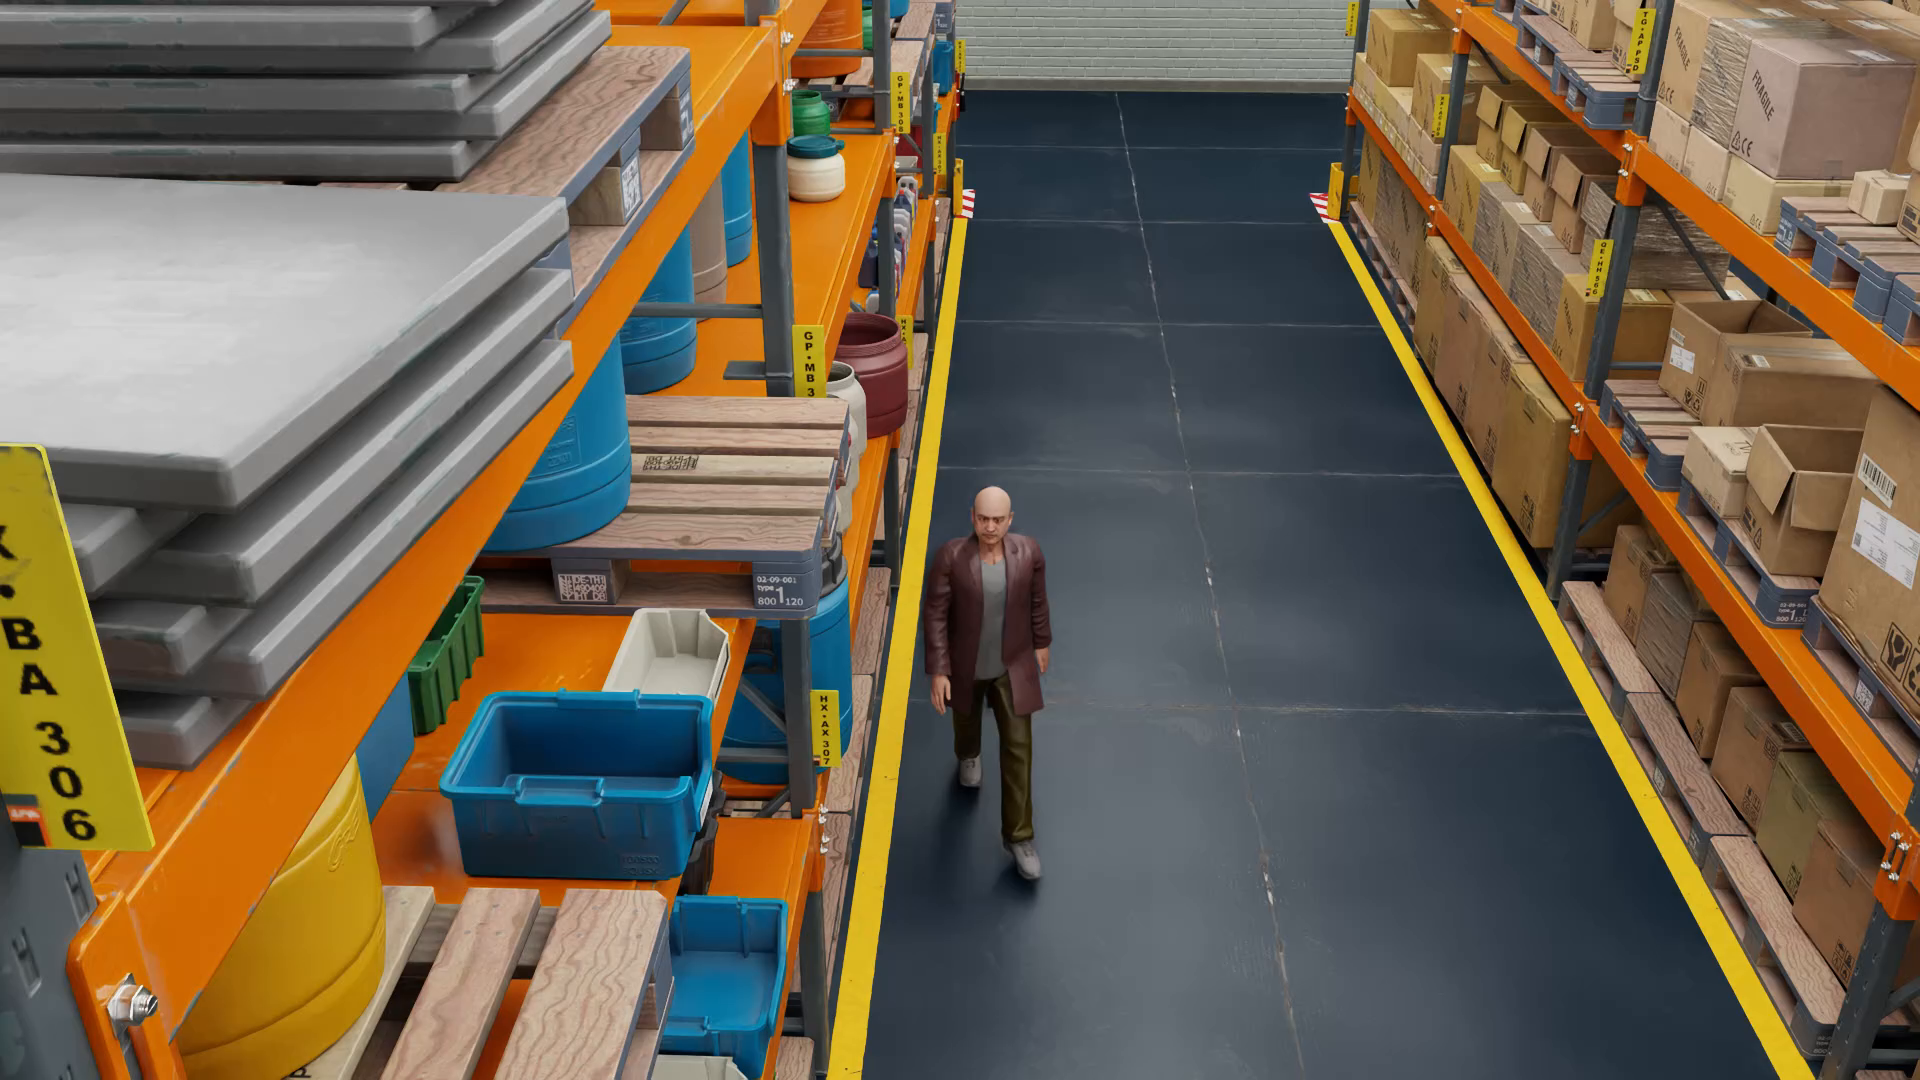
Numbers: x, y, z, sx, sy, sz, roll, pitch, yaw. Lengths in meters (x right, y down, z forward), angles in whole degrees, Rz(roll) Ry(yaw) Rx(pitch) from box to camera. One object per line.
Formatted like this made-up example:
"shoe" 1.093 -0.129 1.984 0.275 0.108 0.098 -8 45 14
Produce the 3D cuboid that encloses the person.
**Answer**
"person" 0.138 0.610 7.735 0.621 1.666 1.122 -1 28 -1
